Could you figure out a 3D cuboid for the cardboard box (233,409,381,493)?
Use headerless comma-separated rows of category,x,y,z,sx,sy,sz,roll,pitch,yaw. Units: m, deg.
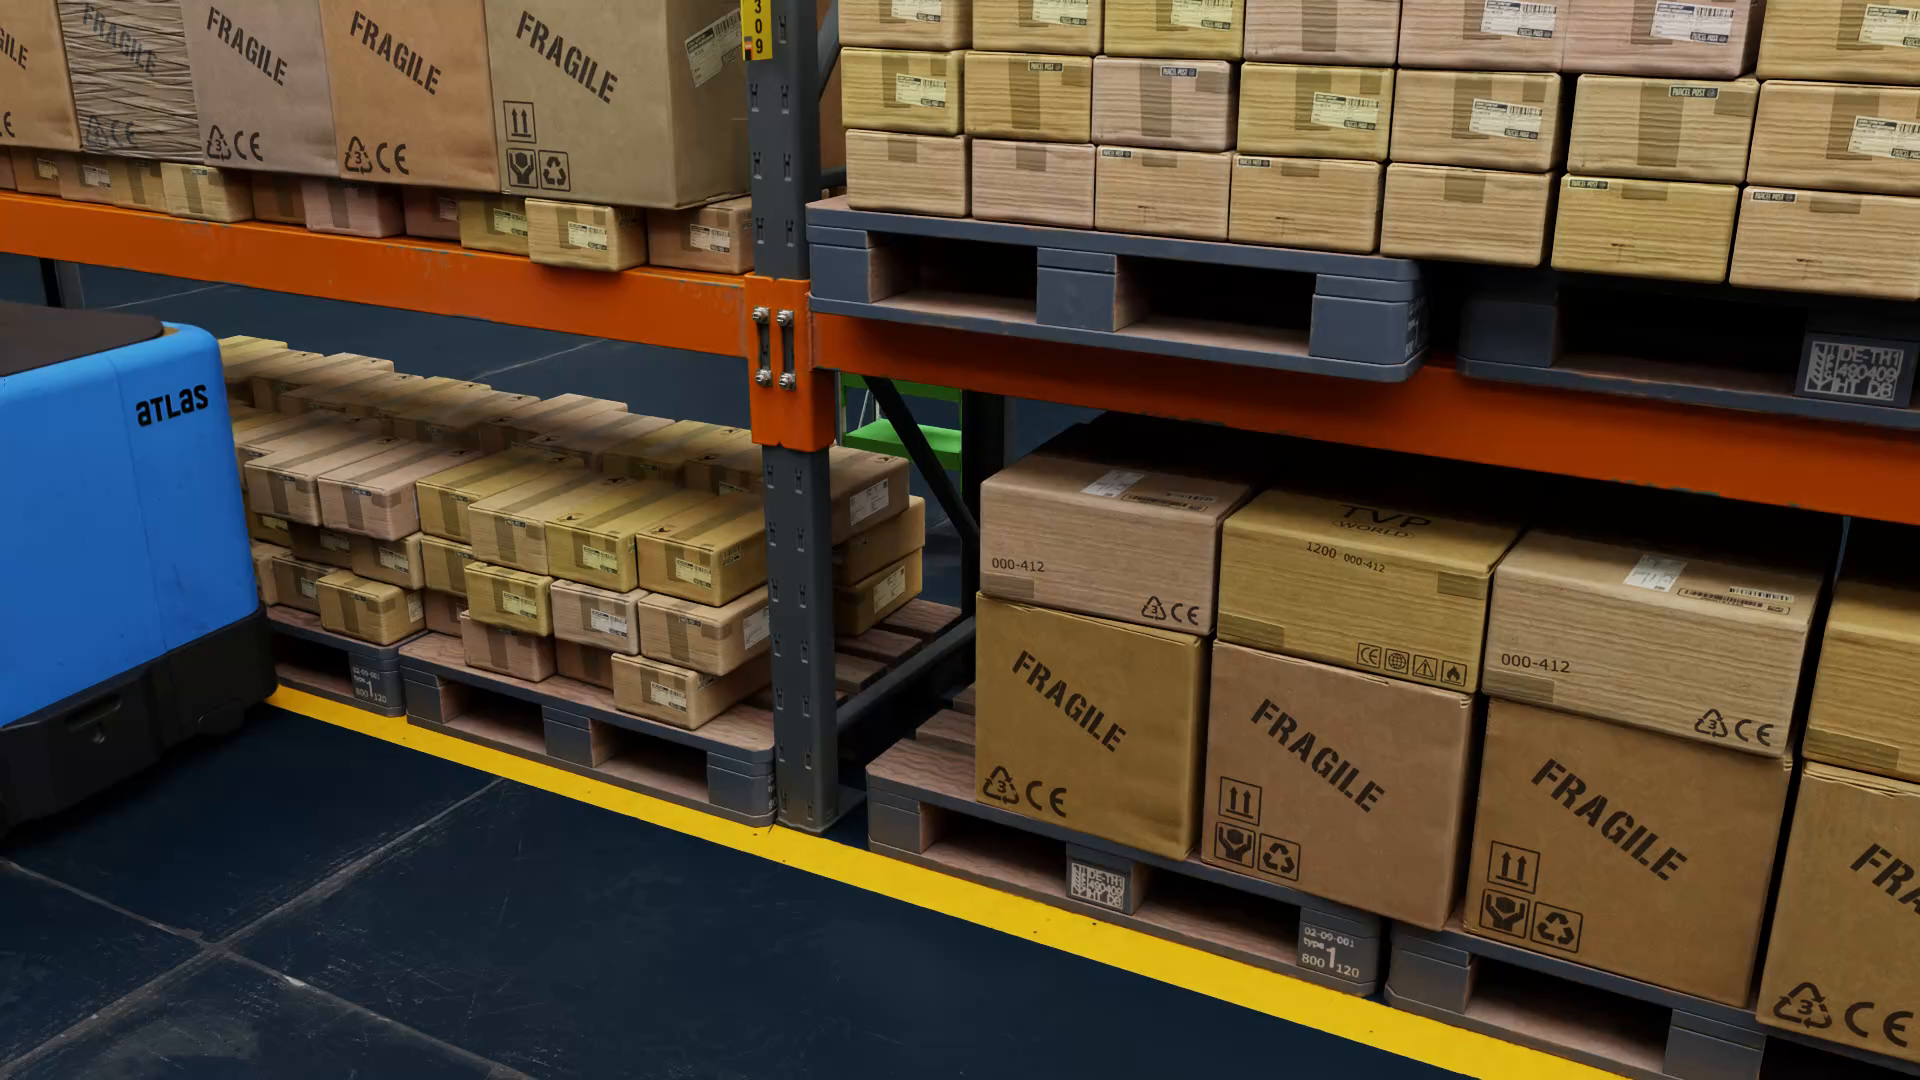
cardboard box,-1.918,-0.253,4.857,0.250,0.149,0.380,11,23,27

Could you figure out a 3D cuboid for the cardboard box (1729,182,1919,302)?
cardboard box,1.338,-0.484,2.554,0.250,0.149,0.380,10,22,25

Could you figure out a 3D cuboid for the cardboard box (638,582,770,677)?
cardboard box,-0.572,0.179,4.100,0.250,0.149,0.380,11,23,28

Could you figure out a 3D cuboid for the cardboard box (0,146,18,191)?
cardboard box,-2.767,-1.168,5.056,0.250,0.149,0.380,12,23,30

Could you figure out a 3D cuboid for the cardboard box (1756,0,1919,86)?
cardboard box,1.344,-0.764,2.452,0.250,0.149,0.380,12,23,29

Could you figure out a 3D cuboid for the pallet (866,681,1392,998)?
pallet,0.538,0.574,3.973,1.213,0.211,1.003,11,23,27

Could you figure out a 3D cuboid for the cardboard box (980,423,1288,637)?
cardboard box,0.374,-0.039,3.524,0.500,0.250,0.500,10,22,25

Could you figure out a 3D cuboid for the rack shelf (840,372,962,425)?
rack shelf,-0.145,-0.532,5.758,0.480,0.148,0.258,11,23,27

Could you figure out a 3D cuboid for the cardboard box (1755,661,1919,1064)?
cardboard box,1.727,0.575,2.931,0.500,0.500,0.500,10,22,25

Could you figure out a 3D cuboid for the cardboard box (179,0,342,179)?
cardboard box,-1.589,-1.219,4.243,0.500,0.500,0.500,11,23,27

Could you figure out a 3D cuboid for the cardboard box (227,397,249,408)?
cardboard box,-2.391,-0.324,5.052,0.250,0.149,0.380,12,23,29

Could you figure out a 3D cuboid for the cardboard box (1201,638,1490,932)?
cardboard box,0.836,0.401,3.410,0.500,0.500,0.500,12,23,30

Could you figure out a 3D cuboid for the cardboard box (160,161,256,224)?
cardboard box,-1.906,-0.964,4.492,0.250,0.149,0.380,11,23,28

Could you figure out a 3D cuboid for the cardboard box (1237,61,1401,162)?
cardboard box,0.657,-0.754,2.861,0.250,0.149,0.380,10,22,25

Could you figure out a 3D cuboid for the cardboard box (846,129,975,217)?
cardboard box,-0.023,-0.743,3.266,0.250,0.149,0.380,10,22,25

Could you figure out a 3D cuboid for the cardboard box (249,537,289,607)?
cardboard box,-1.976,0.048,4.900,0.250,0.149,0.380,11,23,27

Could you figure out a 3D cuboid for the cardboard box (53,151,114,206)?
cardboard box,-2.341,-1.066,4.775,0.250,0.149,0.380,10,22,26

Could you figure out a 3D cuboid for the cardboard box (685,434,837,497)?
cardboard box,-0.554,-0.185,4.669,0.250,0.149,0.380,12,23,30

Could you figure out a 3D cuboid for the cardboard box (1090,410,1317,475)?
cardboard box,0.631,-0.192,3.946,0.500,0.250,0.500,10,22,26

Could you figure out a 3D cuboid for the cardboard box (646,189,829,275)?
cardboard box,-0.506,-0.725,3.834,0.250,0.149,0.380,11,22,27

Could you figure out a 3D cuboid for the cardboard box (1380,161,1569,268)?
cardboard box,0.879,-0.571,2.794,0.250,0.149,0.380,10,22,25

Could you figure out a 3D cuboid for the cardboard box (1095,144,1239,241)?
cardboard box,0.438,-0.655,3.026,0.250,0.149,0.380,11,23,28

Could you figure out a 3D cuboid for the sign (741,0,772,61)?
sign,-0.400,-1.110,3.256,0.005,0.325,0.100,11,23,27

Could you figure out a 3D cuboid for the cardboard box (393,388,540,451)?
cardboard box,-1.498,-0.336,5.086,0.250,0.149,0.380,10,22,25

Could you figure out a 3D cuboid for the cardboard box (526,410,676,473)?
cardboard box,-1.037,-0.249,4.845,0.250,0.149,0.380,10,22,26

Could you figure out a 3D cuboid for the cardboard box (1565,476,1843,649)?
cardboard box,1.542,-0.019,3.468,0.500,0.250,0.500,10,22,25

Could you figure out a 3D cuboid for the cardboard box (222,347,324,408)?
cardboard box,-2.374,-0.529,5.617,0.250,0.149,0.380,10,22,25

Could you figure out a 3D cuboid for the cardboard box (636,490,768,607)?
cardboard box,-0.580,0.016,4.115,0.250,0.149,0.380,12,23,29

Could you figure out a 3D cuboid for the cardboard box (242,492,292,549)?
cardboard box,-1.897,-0.116,4.915,0.250,0.149,0.380,12,23,30

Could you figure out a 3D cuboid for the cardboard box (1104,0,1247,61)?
cardboard box,0.446,-0.934,2.922,0.250,0.149,0.380,11,23,28

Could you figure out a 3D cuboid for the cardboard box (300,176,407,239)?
cardboard box,-1.453,-0.885,4.273,0.250,0.149,0.380,10,22,25

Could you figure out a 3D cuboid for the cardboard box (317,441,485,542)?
cardboard box,-1.513,-0.138,4.540,0.250,0.149,0.380,10,22,25

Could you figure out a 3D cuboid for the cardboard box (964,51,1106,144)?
cardboard box,0.204,-0.840,3.098,0.250,0.149,0.380,10,22,26

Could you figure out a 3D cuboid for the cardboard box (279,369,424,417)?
cardboard box,-1.936,-0.424,5.328,0.250,0.149,0.380,10,22,26

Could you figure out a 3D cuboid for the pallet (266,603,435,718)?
pallet,-1.815,0.141,5.166,1.213,0.211,1.003,11,23,27

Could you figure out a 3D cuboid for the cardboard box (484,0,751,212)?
cardboard box,-0.702,-1.049,3.775,0.500,0.500,0.500,11,23,27

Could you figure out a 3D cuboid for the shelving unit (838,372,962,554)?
shelving unit,-0.145,-0.592,5.736,0.503,1.200,0.258,11,23,27

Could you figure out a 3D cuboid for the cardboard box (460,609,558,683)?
cardboard box,-1.099,0.220,4.423,0.250,0.149,0.380,10,22,26

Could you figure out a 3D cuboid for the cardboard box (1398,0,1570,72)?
cardboard box,0.887,-0.850,2.689,0.250,0.149,0.380,11,22,27

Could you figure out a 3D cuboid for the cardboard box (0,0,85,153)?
cardboard box,-2.476,-1.394,4.727,0.500,0.500,0.500,11,23,28

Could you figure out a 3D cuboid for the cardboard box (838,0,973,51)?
cardboard box,-0.023,-1.022,3.164,0.250,0.149,0.380,12,23,30

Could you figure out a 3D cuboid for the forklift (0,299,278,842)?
forklift,-2.928,-0.518,2.996,1.130,2.935,3.031,9,22,23

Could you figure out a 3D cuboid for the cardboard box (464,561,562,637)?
cardboard box,-1.057,0.099,4.322,0.250,0.149,0.380,10,22,25

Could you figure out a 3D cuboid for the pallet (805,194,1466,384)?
pallet,0.454,-0.605,3.416,1.213,0.211,1.003,11,23,27

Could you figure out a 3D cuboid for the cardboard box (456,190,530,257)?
cardboard box,-0.988,-0.798,4.035,0.250,0.149,0.380,12,23,29

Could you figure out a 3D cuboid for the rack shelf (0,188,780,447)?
rack shelf,-1.888,-0.860,4.892,4.000,0.370,1.077,11,23,27

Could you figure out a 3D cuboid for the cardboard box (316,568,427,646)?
cardboard box,-1.555,0.141,4.642,0.250,0.149,0.380,11,23,27

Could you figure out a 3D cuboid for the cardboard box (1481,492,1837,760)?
cardboard box,1.283,0.135,3.044,0.500,0.250,0.500,12,23,29

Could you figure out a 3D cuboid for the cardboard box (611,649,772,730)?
cardboard box,-0.651,0.313,4.168,0.250,0.149,0.380,11,23,28

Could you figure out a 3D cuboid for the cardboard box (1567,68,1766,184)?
cardboard box,1.125,-0.666,2.618,0.250,0.149,0.380,10,22,26

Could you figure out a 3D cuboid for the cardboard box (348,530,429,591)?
cardboard box,-1.460,-0.009,4.619,0.250,0.149,0.380,11,23,29

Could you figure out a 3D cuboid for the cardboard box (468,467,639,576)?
cardboard box,-1.043,-0.054,4.308,0.250,0.149,0.380,11,22,27

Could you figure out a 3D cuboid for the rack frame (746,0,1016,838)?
rack frame,-0.142,-0.866,3.853,0.127,3.000,1.000,11,23,27
